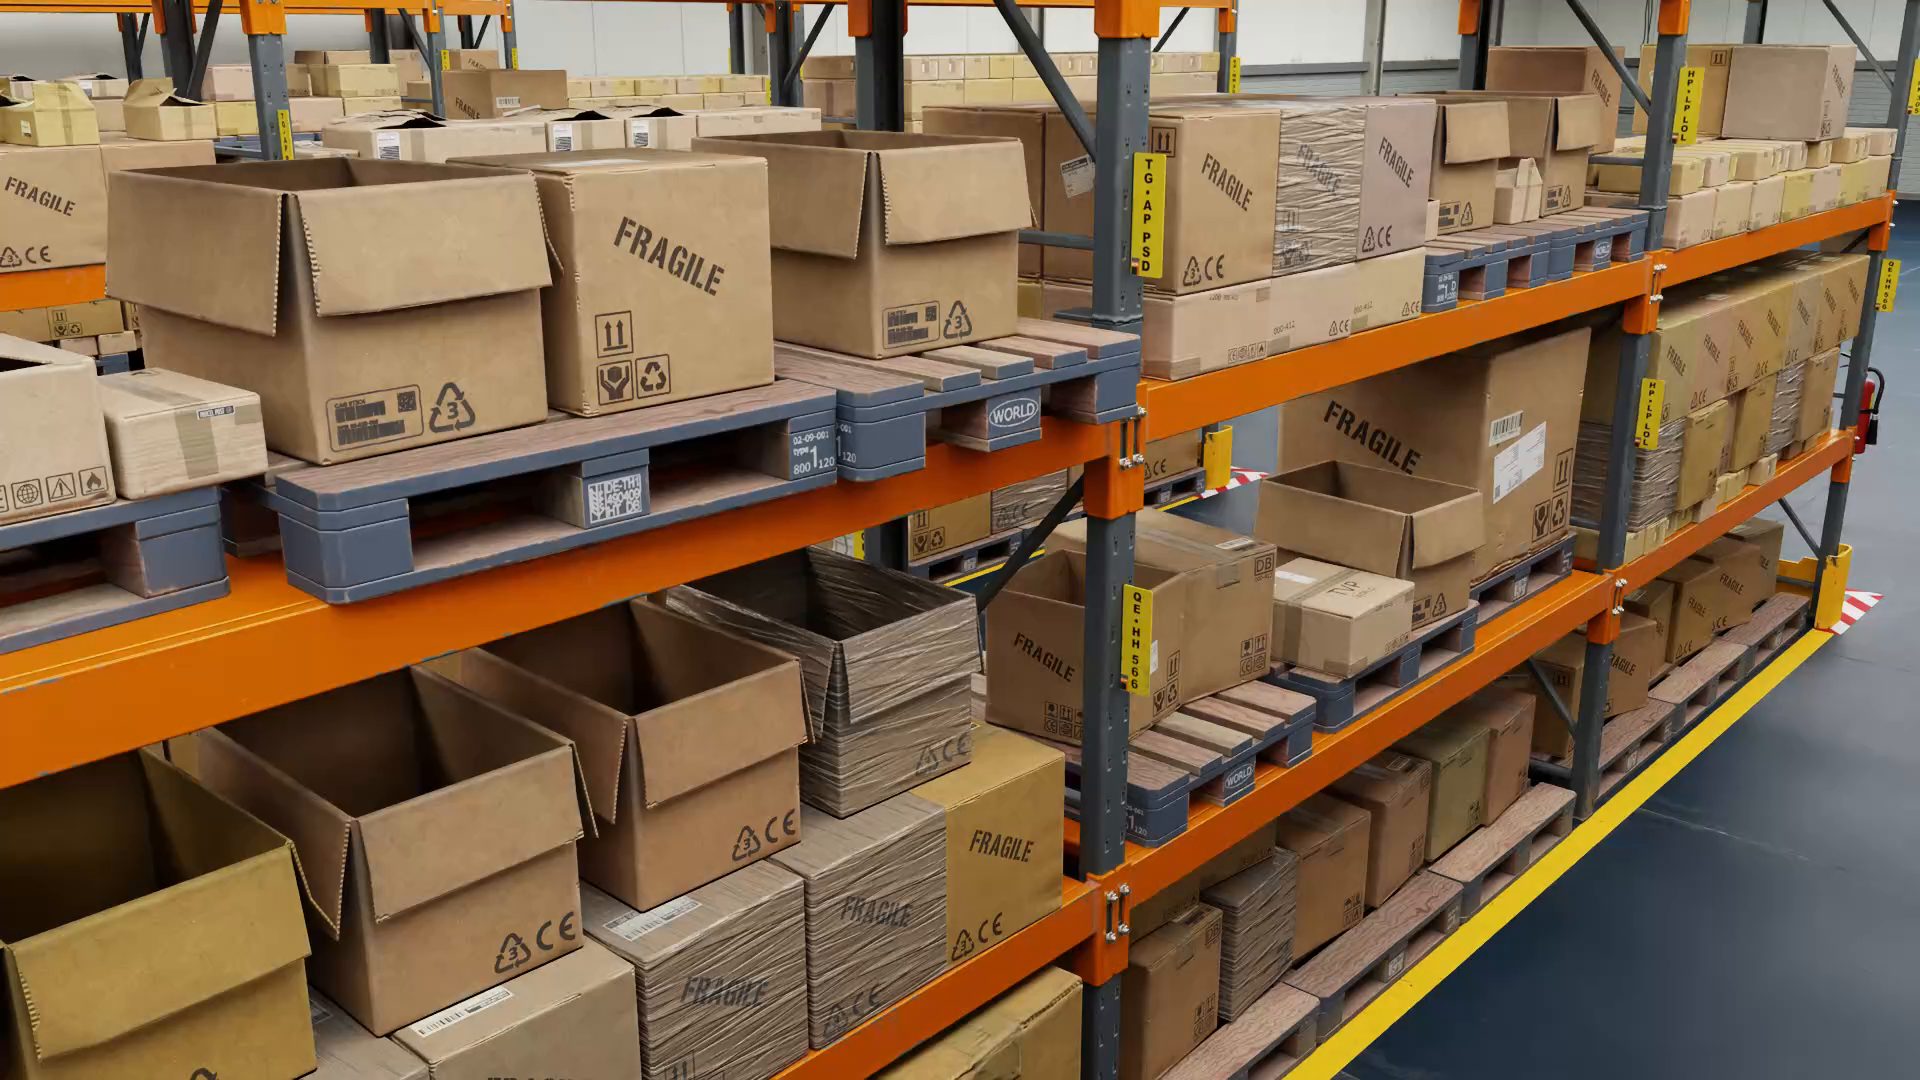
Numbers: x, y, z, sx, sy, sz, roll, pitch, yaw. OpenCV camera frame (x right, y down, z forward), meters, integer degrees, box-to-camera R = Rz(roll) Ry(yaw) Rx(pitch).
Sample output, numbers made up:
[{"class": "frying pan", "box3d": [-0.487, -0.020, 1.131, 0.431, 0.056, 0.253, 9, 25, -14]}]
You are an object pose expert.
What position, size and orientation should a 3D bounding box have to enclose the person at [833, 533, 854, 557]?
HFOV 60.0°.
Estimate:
[{"class": "person", "box3d": [-0.539, 0.183, 9.457, 0.470, 1.663, 0.327, 15, 23, 41]}]
